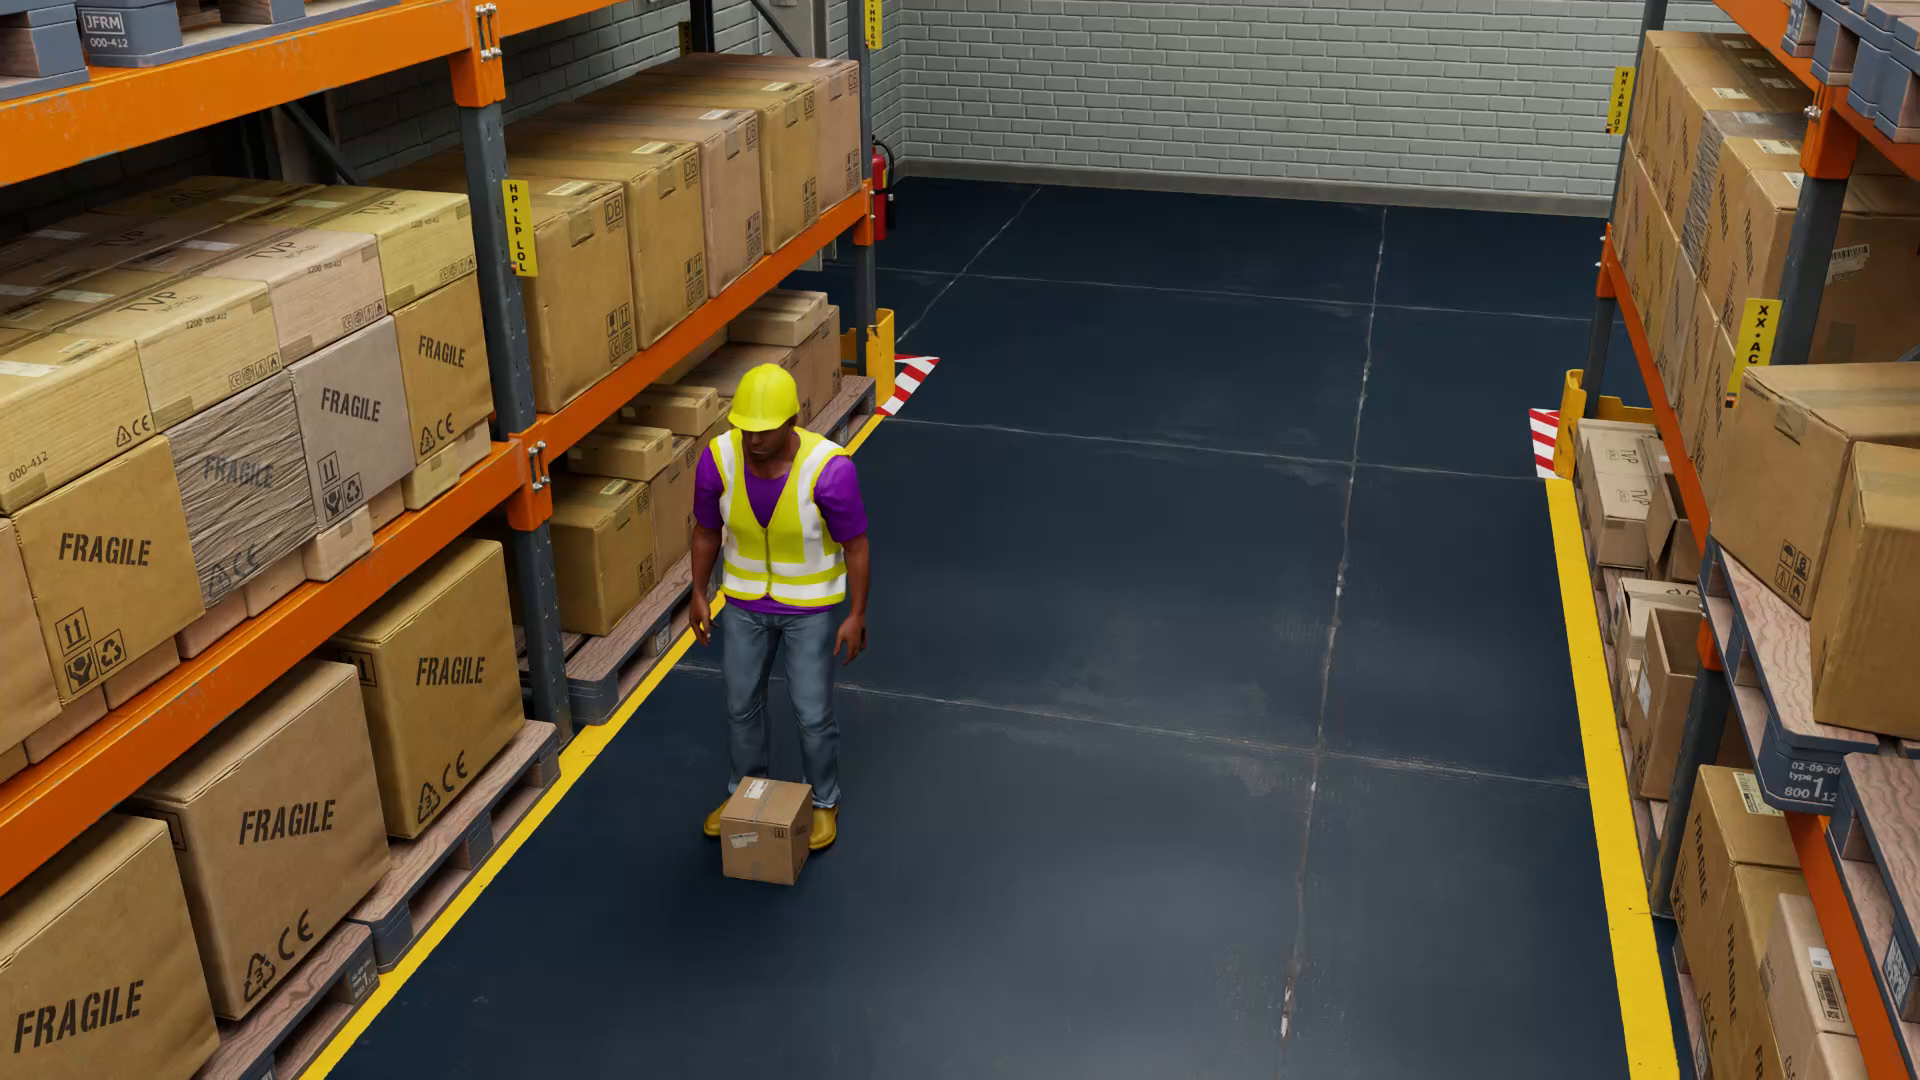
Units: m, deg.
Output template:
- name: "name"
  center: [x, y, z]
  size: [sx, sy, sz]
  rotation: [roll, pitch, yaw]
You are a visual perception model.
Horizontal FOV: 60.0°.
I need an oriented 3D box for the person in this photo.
- name: "person"
  center: [-0.615, 0.226, 5.605]
  size: [0.631, 1.760, 0.463]
  rotation: [6, 26, 13]
